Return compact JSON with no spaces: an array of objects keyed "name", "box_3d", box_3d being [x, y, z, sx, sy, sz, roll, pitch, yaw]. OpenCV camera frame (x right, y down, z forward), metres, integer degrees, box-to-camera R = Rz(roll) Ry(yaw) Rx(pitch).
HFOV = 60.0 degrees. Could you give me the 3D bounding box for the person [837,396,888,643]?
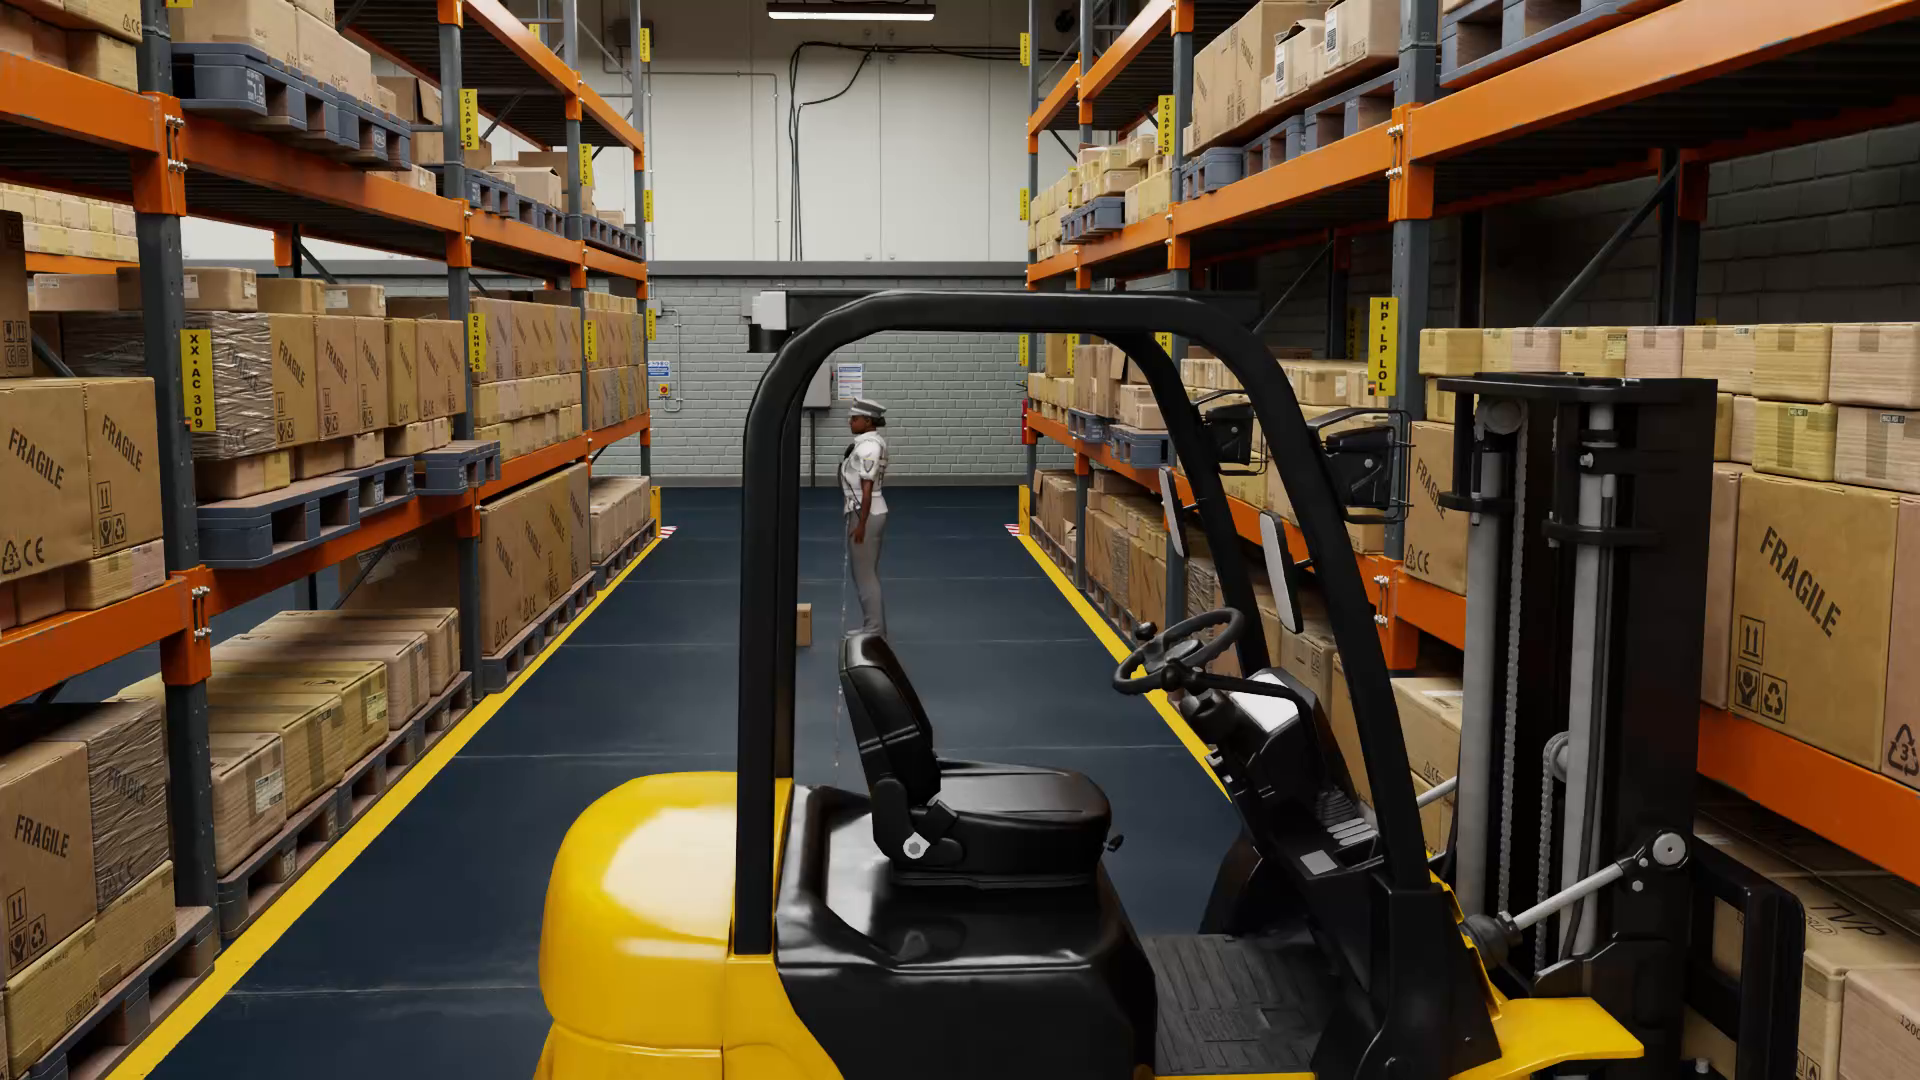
[{"name":"person","box_3d":[-0.653,-0.132,11.262,0.338,1.683,0.435,0,7,-1]}]
